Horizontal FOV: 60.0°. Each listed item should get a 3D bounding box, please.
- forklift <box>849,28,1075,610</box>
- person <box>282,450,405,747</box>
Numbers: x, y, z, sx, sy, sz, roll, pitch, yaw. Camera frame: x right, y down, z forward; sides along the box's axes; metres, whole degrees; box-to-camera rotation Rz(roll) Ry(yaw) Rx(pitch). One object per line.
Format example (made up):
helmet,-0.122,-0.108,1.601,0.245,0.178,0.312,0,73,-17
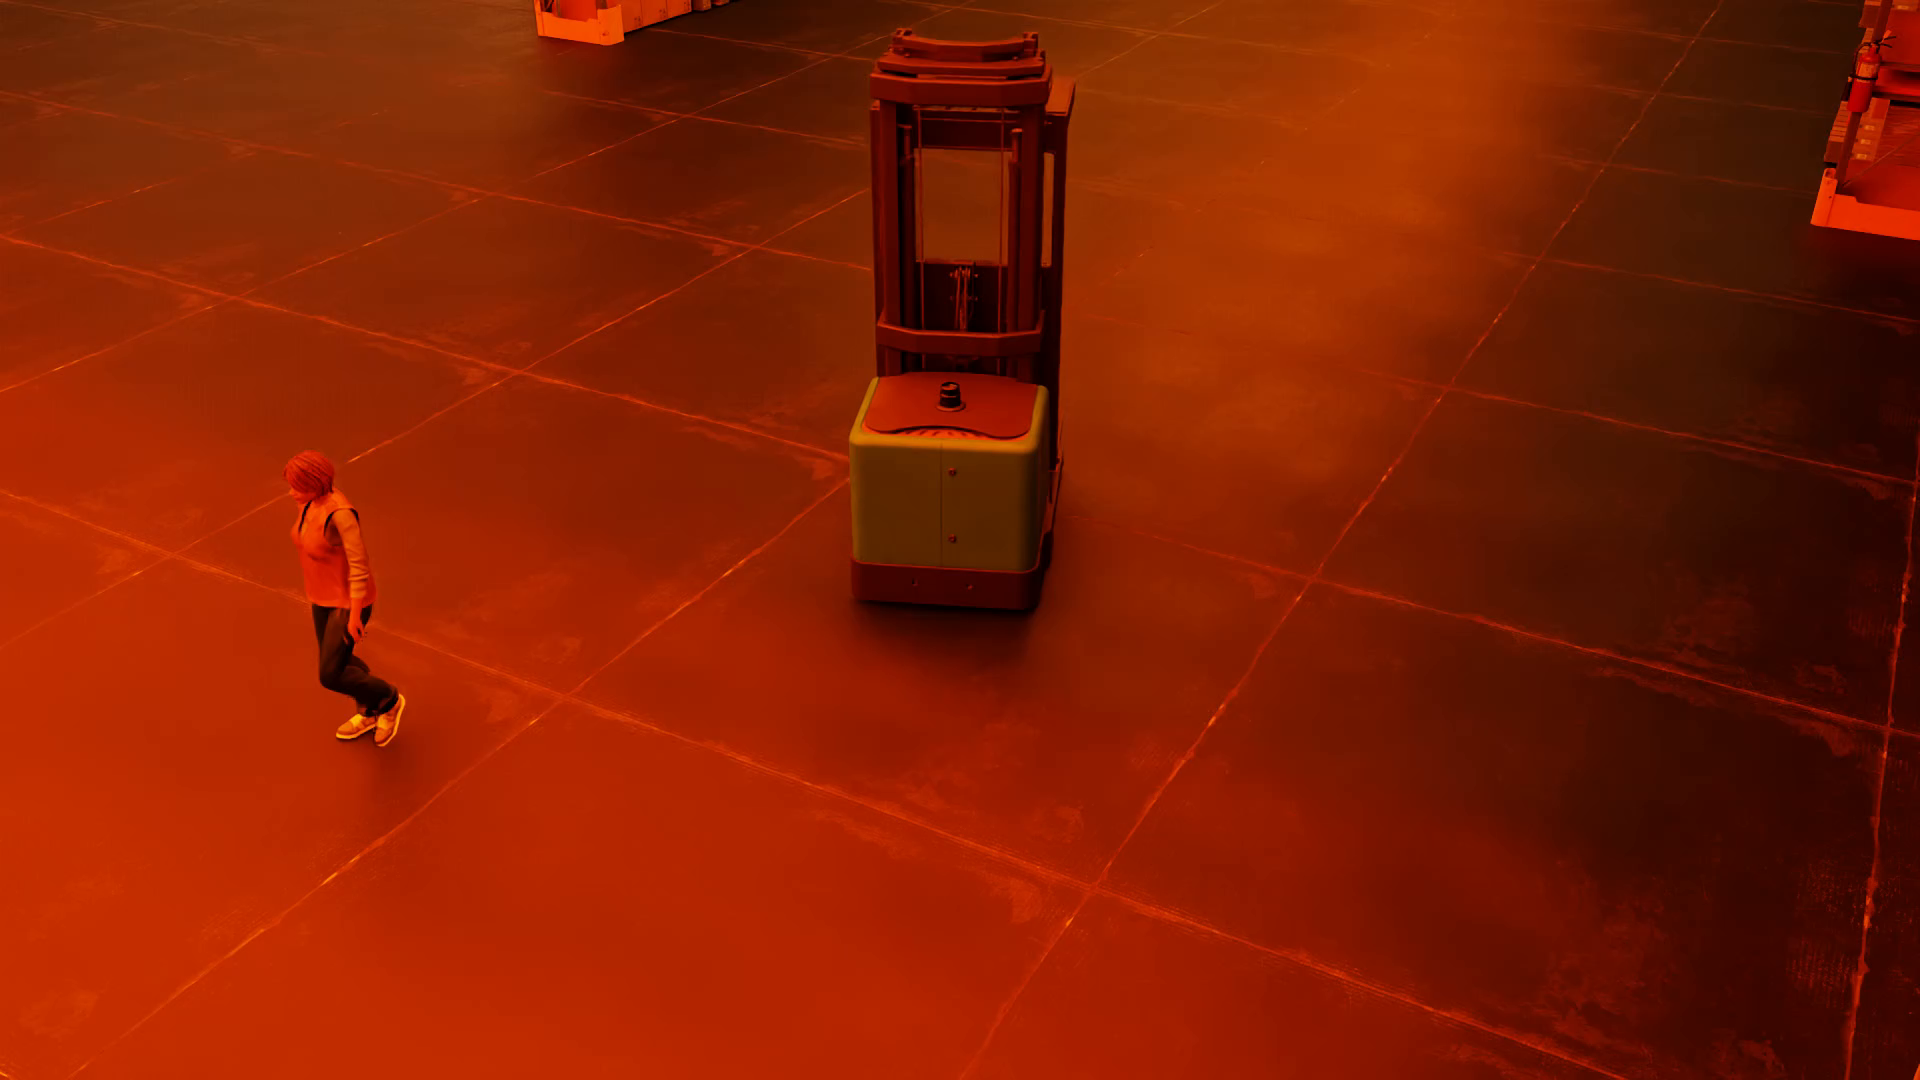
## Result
forklift,0.078,-1.596,9.837,1.130,2.935,3.031,3,30,6
person,-2.979,0.306,7.897,0.550,1.578,0.408,24,38,36
